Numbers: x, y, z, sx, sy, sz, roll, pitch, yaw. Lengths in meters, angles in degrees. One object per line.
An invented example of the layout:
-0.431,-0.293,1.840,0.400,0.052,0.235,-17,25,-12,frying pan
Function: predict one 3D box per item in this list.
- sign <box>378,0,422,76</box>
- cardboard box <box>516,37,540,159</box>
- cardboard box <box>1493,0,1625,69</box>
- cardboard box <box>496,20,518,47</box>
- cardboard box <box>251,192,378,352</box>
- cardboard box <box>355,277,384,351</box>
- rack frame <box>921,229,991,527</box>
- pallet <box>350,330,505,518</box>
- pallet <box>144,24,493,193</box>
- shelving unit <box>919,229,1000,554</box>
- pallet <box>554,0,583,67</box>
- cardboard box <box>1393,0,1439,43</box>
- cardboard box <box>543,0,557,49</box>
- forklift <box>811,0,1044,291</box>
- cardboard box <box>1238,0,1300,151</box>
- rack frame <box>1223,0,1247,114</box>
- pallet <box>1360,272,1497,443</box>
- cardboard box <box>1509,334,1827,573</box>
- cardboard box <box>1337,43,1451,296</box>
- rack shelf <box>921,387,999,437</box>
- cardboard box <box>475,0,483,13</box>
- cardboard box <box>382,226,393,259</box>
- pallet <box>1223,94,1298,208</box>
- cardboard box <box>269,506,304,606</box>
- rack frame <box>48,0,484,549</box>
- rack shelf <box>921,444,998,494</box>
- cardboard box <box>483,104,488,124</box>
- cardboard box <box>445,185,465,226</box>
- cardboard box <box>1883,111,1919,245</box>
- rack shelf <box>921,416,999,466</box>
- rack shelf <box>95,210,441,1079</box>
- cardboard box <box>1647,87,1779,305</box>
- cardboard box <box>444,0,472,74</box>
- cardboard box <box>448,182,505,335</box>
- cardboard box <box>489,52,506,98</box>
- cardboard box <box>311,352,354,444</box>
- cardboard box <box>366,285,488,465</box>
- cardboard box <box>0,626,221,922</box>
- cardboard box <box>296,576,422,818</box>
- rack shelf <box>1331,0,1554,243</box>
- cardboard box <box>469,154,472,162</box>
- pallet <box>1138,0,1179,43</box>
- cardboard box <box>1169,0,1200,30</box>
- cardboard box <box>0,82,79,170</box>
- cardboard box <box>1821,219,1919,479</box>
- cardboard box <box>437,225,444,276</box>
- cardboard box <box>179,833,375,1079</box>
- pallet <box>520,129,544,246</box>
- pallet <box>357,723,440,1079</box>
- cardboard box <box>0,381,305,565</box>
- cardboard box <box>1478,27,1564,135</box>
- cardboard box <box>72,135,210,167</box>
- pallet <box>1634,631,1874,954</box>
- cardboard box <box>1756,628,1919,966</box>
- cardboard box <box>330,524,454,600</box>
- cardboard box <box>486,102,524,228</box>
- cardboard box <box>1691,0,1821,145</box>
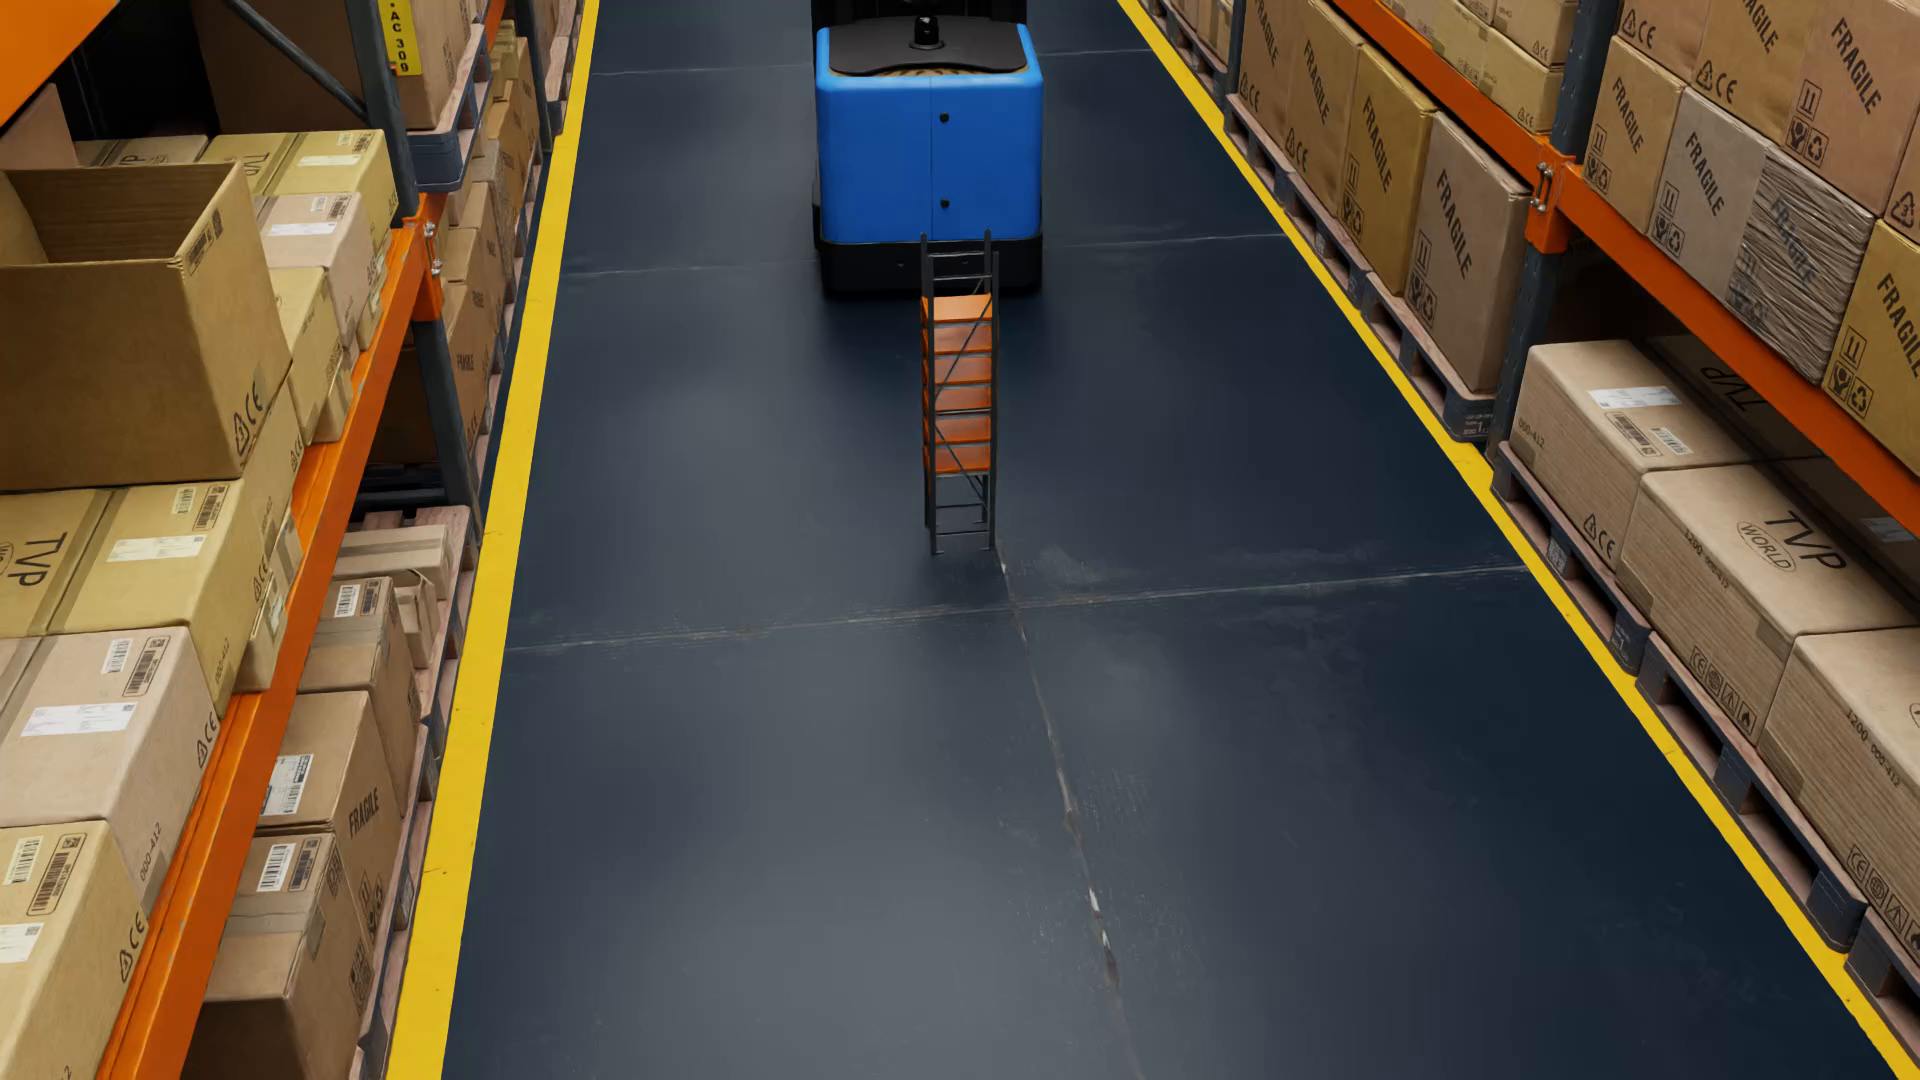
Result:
-1.754,-1.607,5.176,0.100,0.325,0.005,-4,35,-6,sign
-2.559,-2.357,8.892,0.500,0.500,0.500,-3,34,-5,cardboard box
2.327,-1.954,6.144,0.500,0.250,0.500,-4,35,-6,cardboard box
-2.512,-2.589,8.656,0.380,0.149,0.250,-6,35,-9,cardboard box
-1.899,-0.721,4.513,0.500,0.250,0.500,-4,35,-6,cardboard box
-1.882,-0.655,4.770,0.380,0.149,0.250,-4,34,-5,cardboard box
-0.014,-0.555,5.999,0.240,1.200,0.006,-4,35,-6,rack frame
-2.438,-0.503,6.801,1.003,0.211,1.213,-4,35,-6,pallet
-2.290,-1.579,6.074,1.003,0.211,1.213,-4,35,-6,pallet
-0.002,-0.504,5.924,0.258,1.200,0.189,-4,35,-6,shelving unit
-3.062,-3.426,11.089,1.003,0.211,1.213,-4,35,-6,pallet
2.201,-2.319,7.122,0.500,0.250,0.500,-5,35,-8,cardboard box
-2.995,-3.342,10.226,0.875,0.625,0.625,-3,34,-5,cardboard box
-0.223,-3.192,8.331,1.130,2.935,3.031,-2,34,-3,forklift
2.100,-2.718,9.089,0.875,0.875,0.875,-5,35,-7,cardboard box
2.089,-3.814,9.184,1.000,3.000,0.127,-4,35,-6,rack frame
2.449,-0.855,7.317,1.003,0.211,1.213,-4,35,-6,pallet
2.605,-0.339,5.985,0.875,0.438,0.875,-5,35,-7,cardboard box
2.335,-1.721,7.626,0.875,0.875,0.875,-3,34,-5,cardboard box
-0.002,-0.467,5.949,0.258,0.103,0.180,-4,35,-6,rack shelf
-2.310,-2.433,6.695,0.700,0.500,0.500,-5,35,-7,cardboard box
-1.998,-0.942,5.191,0.380,0.149,0.250,-4,34,-6,cardboard box
2.121,-2.216,9.315,1.003,0.211,1.213,-4,35,-6,pallet
-1.705,0.059,3.722,0.380,0.149,0.250,-4,34,-5,cardboard box
-2.291,-1.204,5.353,1.000,3.000,0.127,-4,35,-6,rack frame
-0.002,-0.269,6.084,0.258,0.103,0.180,-4,35,-6,rack shelf
-2.428,-1.998,7.790,0.380,0.149,0.250,-5,35,-7,cardboard box
-2.282,-1.418,6.939,0.380,0.149,0.250,-4,35,-6,cardboard box
2.636,-0.902,3.933,0.500,0.500,0.500,-5,35,-7,cardboard box
-0.002,-0.368,6.017,0.258,0.103,0.180,-4,35,-6,rack shelf
-2.022,0.209,3.918,1.077,0.370,4.000,-4,35,-6,rack shelf
2.494,-1.061,5.054,0.500,0.500,0.500,-4,34,-6,cardboard box
-2.204,-1.995,6.052,0.700,0.500,0.500,-4,34,-6,cardboard box
-2.277,-1.207,7.204,0.500,0.500,0.500,-5,35,-8,cardboard box
-2.452,-2.288,8.215,0.380,0.149,0.250,-5,35,-8,cardboard box
-1.812,-0.366,4.346,0.380,0.149,0.250,-5,35,-7,cardboard box
-2.133,-0.632,6.360,0.500,0.500,0.500,-3,34,-4,cardboard box
-1.615,0.412,2.851,0.500,0.250,0.500,-4,34,-6,cardboard box
-1.957,0.480,4.729,0.700,0.500,0.500,-6,35,-8,cardboard box
2.358,-2.401,7.748,1.077,0.370,4.000,-4,35,-6,rack shelf
-2.378,-1.706,7.360,0.380,0.149,0.250,-4,35,-6,cardboard box
1.825,-3.778,11.606,1.003,0.211,1.213,-4,35,-6,pallet
1.916,-3.629,10.872,0.950,0.372,0.625,-5,35,-7,cardboard box
-2.354,-0.724,3.852,0.500,0.500,0.500,-5,35,-8,cardboard box
2.624,-0.495,4.224,0.500,0.500,0.500,-3,34,-5,cardboard box
-2.235,-1.124,6.507,0.380,0.149,0.250,-6,35,-9,cardboard box
-1.818,1.059,3.879,0.700,0.500,0.500,-3,34,-4,cardboard box
-2.766,-1.865,8.799,1.003,0.211,1.213,-4,35,-6,pallet
-2.032,1.014,4.575,1.003,0.211,1.213,-4,35,-6,pallet
-1.776,-0.154,3.682,0.500,0.250,0.500,-5,35,-8,cardboard box
2.317,-1.751,6.290,0.500,0.250,0.500,-5,35,-8,cardboard box
-2.492,-0.968,4.876,0.500,0.250,0.500,-5,35,-7,cardboard box
2.819,0.683,5.061,1.003,0.211,1.213,-4,35,-6,pallet
2.846,0.664,4.514,0.875,0.438,0.875,-3,34,-5,cardboard box
-1.925,0.089,5.614,0.380,0.149,0.250,-5,35,-8,cardboard box
-2.429,-1.785,8.053,0.500,0.500,0.500,-3,34,-4,cardboard box
2.513,-1.470,4.767,0.500,0.500,0.500,-5,35,-7,cardboard box
